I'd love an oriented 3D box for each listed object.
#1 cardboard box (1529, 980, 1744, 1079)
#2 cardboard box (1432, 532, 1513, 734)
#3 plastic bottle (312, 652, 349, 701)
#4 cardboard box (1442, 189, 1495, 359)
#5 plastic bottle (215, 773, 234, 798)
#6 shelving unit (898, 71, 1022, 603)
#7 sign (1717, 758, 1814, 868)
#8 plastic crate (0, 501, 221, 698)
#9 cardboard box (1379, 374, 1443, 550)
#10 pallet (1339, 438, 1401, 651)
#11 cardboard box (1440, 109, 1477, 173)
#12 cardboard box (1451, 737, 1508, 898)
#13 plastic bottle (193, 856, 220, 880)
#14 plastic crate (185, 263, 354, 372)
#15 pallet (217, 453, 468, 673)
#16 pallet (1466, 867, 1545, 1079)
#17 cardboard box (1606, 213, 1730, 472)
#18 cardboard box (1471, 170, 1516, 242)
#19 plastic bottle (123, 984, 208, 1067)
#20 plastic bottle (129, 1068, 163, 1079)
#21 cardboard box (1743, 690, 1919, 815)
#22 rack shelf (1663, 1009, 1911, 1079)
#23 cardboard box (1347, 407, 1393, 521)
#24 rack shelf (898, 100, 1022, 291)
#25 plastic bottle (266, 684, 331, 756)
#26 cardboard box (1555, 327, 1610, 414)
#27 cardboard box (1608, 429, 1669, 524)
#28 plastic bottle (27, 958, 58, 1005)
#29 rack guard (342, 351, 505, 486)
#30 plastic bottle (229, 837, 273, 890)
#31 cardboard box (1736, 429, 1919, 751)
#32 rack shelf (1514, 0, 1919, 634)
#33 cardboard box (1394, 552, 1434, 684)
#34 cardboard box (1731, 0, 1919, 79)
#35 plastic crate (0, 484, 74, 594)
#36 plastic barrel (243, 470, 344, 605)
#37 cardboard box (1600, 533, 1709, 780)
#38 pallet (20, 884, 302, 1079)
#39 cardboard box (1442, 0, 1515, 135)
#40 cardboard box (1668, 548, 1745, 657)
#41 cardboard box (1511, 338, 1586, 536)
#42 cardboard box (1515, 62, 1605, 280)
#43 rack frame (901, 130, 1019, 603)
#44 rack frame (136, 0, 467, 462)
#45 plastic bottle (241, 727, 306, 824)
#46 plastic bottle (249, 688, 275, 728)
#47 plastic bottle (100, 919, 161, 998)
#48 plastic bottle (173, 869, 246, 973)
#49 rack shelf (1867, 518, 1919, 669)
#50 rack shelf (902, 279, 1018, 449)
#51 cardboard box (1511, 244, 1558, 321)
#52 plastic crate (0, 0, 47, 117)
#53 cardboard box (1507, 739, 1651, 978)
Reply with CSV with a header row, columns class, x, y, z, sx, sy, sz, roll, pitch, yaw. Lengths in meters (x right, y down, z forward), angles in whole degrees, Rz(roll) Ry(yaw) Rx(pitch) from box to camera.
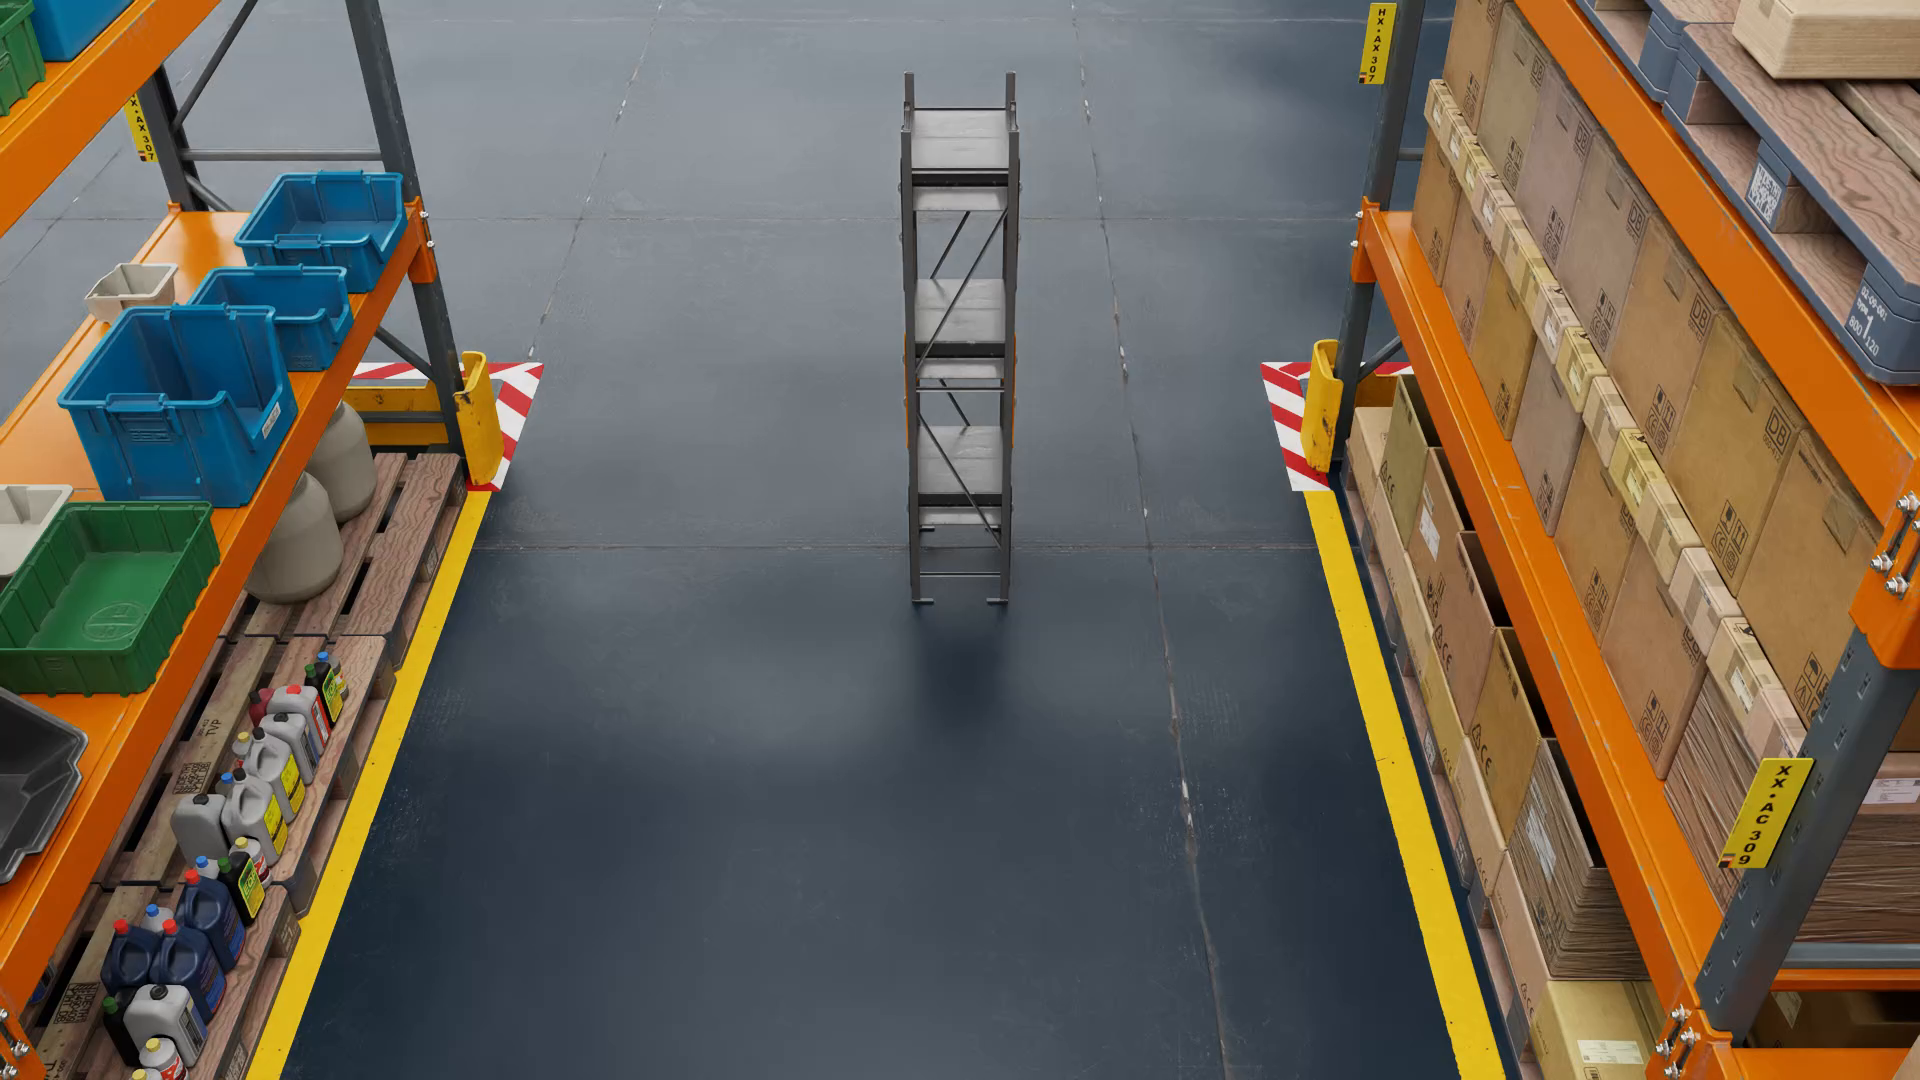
class,x,y,z,sx,sy,sz,roll,pitch,yaw
cardboard box,1.978,1.548,4.783,0.500,0.250,0.500,0,39,0
cardboard box,1.969,0.317,5.719,0.500,0.500,0.500,0,39,0
plastic bottle,-2.321,0.497,6.118,0.097,0.201,0.097,0,39,0
cardboard box,2.185,-0.992,6.009,0.700,0.500,0.500,1,39,1
plastic bottle,-2.464,0.872,5.649,0.097,0.201,0.097,0,39,0
shelving unit,0.000,-0.716,6.464,0.431,2.100,0.503,0,39,0
sign,1.642,0.561,3.396,0.100,0.325,0.005,0,39,0
plastic crate,-2.476,0.163,4.817,0.450,0.188,0.662,0,39,0
cardboard box,1.973,-0.308,6.499,0.500,0.500,0.500,0,39,0
pallet,2.235,-0.007,7.090,1.003,0.211,1.213,0,39,0
cardboard box,1.980,-1.455,6.068,0.380,0.149,0.250,-1,39,-1
cardboard box,1.972,0.922,5.563,0.500,0.250,0.500,0,39,0
plastic bottle,-2.380,1.107,5.299,0.097,0.271,0.097,0,39,0
plastic crate,-2.466,-0.795,5.962,0.499,0.251,0.408,0,39,0
pallet,-2.719,0.072,6.992,1.003,0.211,1.213,0,39,0
pallet,2.238,1.519,5.186,1.003,0.211,1.213,0,39,0
cardboard box,2.188,-0.524,4.387,0.700,0.500,0.500,0,39,0
cardboard box,1.977,-1.141,5.676,0.380,0.149,0.250,-1,39,-1
plastic bottle,-2.346,1.419,4.907,0.152,0.276,0.135,1,39,2
plastic bottle,-2.319,1.587,4.757,0.097,0.201,0.097,0,39,0
cardboard box,1.982,0.466,3.671,0.380,0.149,0.250,0,39,0
rack shelf,2.199,2.460,2.357,1.077,0.370,4.000,0,39,0
cardboard box,1.970,-0.328,7.124,0.500,0.250,0.500,0,39,0
rack shelf,0.000,-1.251,6.035,0.431,0.518,0.480,0,39,0
plastic bottle,-2.348,0.625,5.898,0.152,0.276,0.135,0,39,0
cardboard box,1.979,-0.494,4.869,0.380,0.149,0.250,1,39,1
cardboard box,1.983,-0.170,4.465,0.380,0.149,0.250,0,39,0
plastic bottle,-2.898,1.282,5.077,0.152,0.276,0.135,0,39,0
rack guard,-2.714,-0.549,7.535,1.175,0.500,0.348,0,39,0
plastic bottle,-2.320,1.050,5.427,0.097,0.201,0.097,0,39,0
cardboard box,2.190,0.106,3.602,0.700,0.500,0.500,0,39,0
rack shelf,2.194,-1.212,4.541,1.077,0.370,4.000,0,39,0
cardboard box,1.975,0.297,6.344,0.500,0.250,0.500,0,39,0
cardboard box,1.922,-1.117,3.599,0.380,0.149,0.250,0,39,0
plastic crate,-3.012,0.017,5.041,0.530,0.136,0.437,0,39,0
plastic barrel,-2.684,-0.040,6.555,0.421,0.512,0.421,0,39,0
cardboard box,2.183,0.282,4.420,0.700,0.500,0.500,0,39,-1
pallet,-2.716,1.598,5.088,1.003,0.211,1.213,0,39,0
cardboard box,2.180,-1.793,5.972,0.700,0.500,0.500,0,39,0
cardboard box,1.981,0.148,4.068,0.380,0.149,0.250,-1,39,-1
cardboard box,2.184,-0.352,5.211,0.700,0.500,0.500,1,39,1
cardboard box,2.187,-1.149,5.168,0.700,0.500,0.500,0,39,0
rack frame,0.000,-0.563,6.274,0.400,2.100,0.015,0,39,0
rack frame,-2.761,-1.572,6.813,1.000,3.000,0.127,0,39,0
plastic bottle,-2.344,0.786,5.637,0.144,0.351,0.185,1,39,2
plastic bottle,-2.454,0.623,5.895,0.061,0.283,0.133,0,39,0
plastic bottle,-2.487,1.287,5.012,0.144,0.351,0.185,0,39,0
plastic bottle,-2.343,1.168,5.160,0.144,0.351,0.185,-2,39,-2
rack shelf,2.199,1.289,1.419,1.077,0.370,4.000,0,39,0
rack shelf,0.000,-0.705,6.473,0.431,0.518,0.480,0,39,0
cardboard box,1.981,-0.814,5.269,0.380,0.149,0.250,-1,39,-1
plastic crate,-2.486,-1.145,4.051,0.336,0.188,0.450,0,39,0
cardboard box,1.989,0.942,4.939,0.500,0.500,0.500,0,39,0
